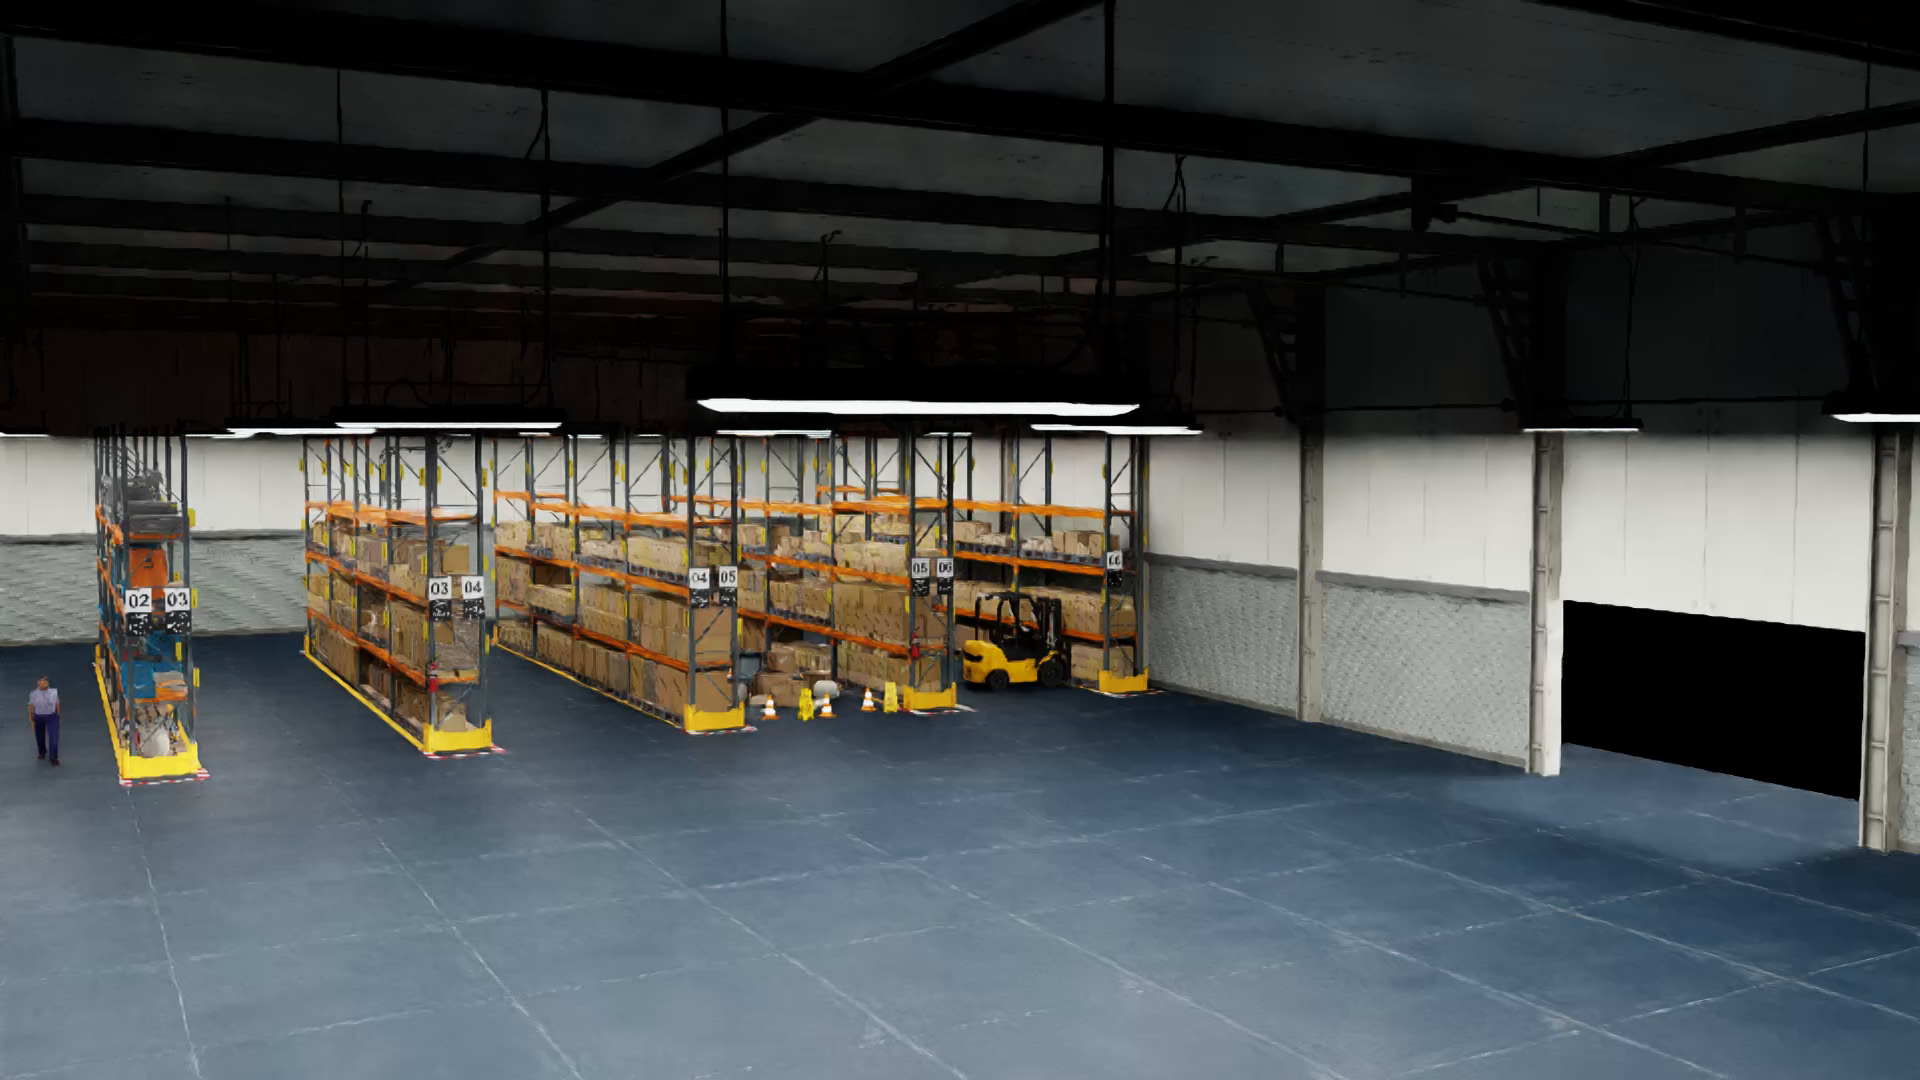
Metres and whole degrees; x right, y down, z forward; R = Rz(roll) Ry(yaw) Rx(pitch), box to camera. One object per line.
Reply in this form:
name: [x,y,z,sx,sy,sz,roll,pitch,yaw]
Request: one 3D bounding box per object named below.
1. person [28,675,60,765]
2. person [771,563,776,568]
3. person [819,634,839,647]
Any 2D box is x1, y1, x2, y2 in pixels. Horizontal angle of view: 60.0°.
person: [-16.132,3.151,29.290,0.479,1.567,1.055,-2,4,-26]
person: [-5.925,1.611,53.427,0.566,1.784,0.620,2,4,27]
person: [-3.619,2.106,45.706,0.564,1.666,0.563,0,3,-2]
